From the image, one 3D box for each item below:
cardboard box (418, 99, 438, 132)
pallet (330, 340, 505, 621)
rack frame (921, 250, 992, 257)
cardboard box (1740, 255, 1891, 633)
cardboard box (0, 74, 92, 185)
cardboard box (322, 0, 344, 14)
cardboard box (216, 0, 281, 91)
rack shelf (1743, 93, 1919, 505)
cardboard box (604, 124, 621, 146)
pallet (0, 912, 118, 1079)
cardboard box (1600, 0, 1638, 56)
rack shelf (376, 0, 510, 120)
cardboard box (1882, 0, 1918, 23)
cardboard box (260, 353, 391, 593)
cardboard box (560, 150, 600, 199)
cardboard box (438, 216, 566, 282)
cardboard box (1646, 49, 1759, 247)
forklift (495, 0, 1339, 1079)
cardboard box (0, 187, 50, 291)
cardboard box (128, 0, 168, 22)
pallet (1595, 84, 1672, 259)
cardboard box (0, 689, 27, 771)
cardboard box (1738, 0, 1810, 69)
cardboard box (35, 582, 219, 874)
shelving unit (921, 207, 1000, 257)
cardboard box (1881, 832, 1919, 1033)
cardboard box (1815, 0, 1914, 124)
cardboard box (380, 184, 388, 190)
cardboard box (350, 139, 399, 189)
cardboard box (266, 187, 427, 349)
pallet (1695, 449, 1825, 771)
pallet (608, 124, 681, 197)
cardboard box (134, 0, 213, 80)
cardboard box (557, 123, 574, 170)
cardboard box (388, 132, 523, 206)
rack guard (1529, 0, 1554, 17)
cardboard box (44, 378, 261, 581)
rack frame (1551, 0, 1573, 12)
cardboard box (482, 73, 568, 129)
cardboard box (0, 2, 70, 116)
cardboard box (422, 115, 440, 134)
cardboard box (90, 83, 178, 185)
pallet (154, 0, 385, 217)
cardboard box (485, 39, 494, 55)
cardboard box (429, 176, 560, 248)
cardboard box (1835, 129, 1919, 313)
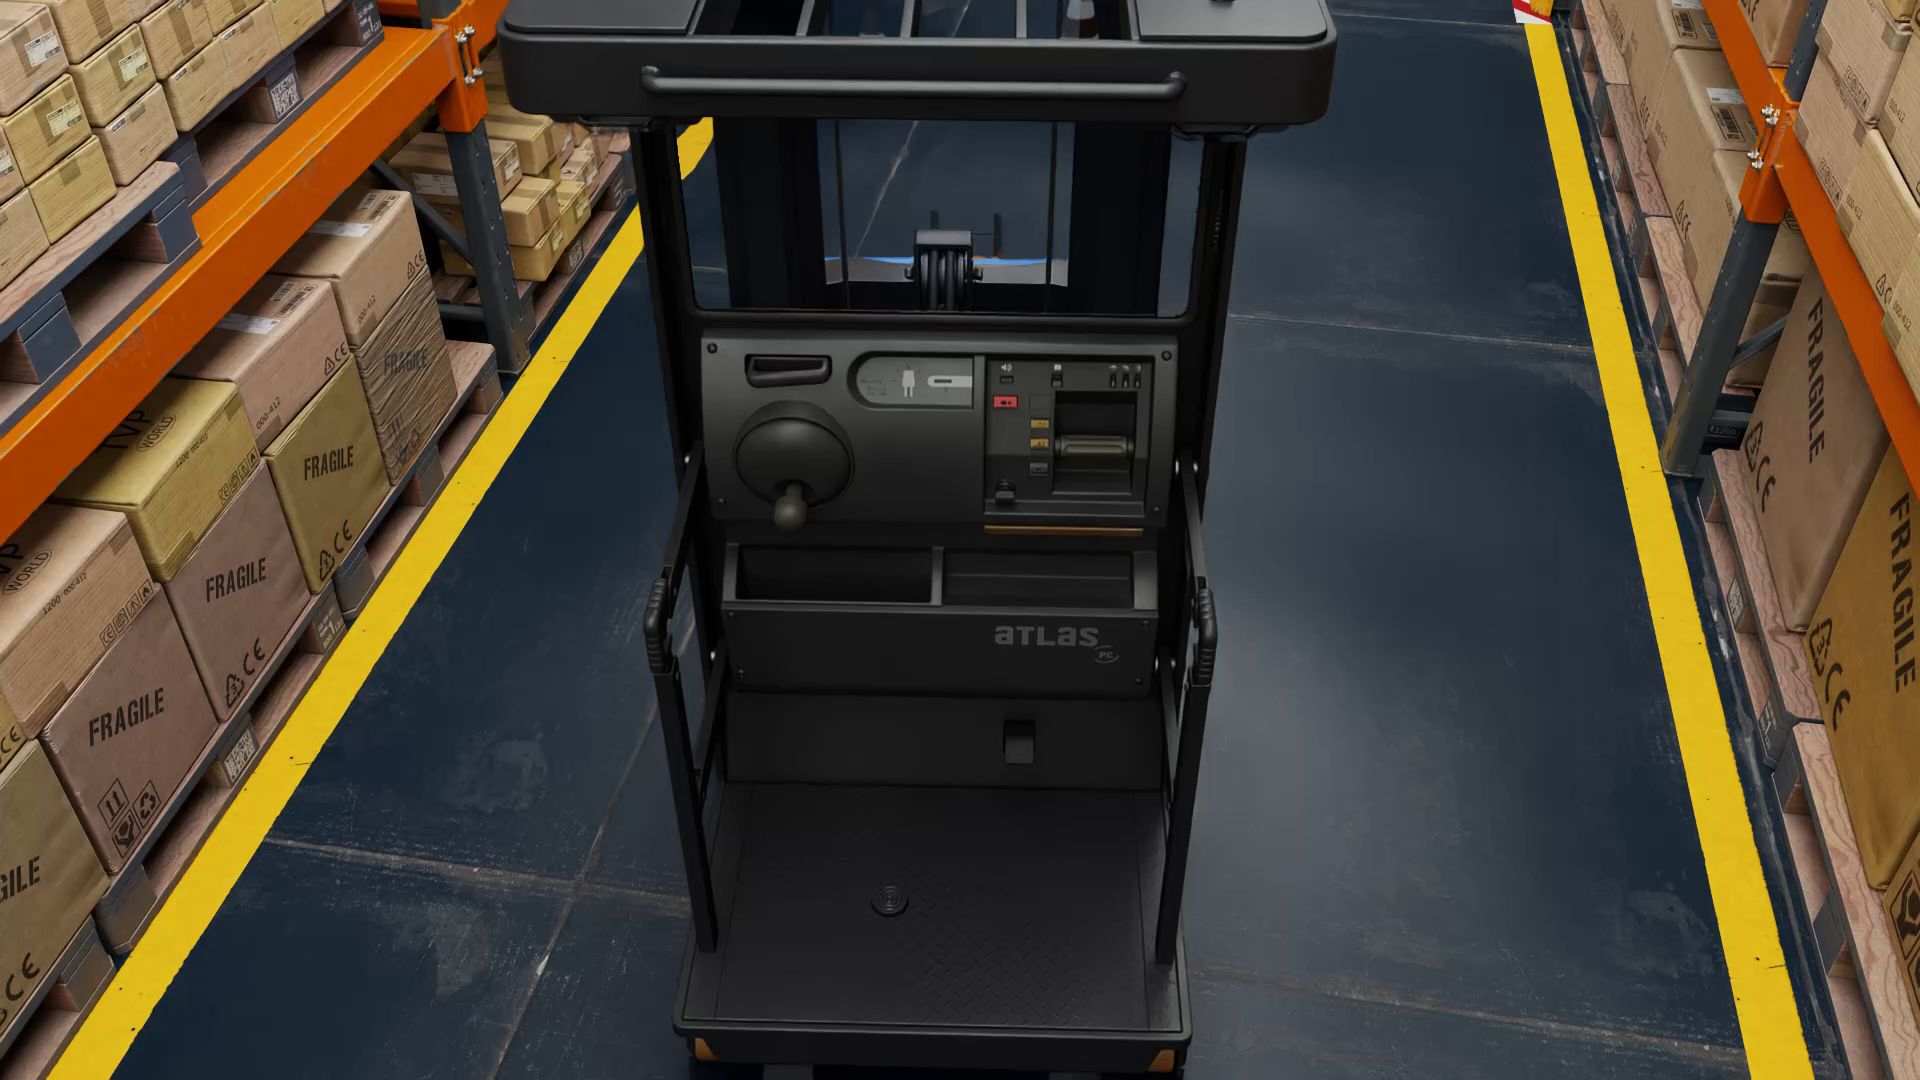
[{"bbox_3d":[-2.214,-1.698,6.391,0.380,0.149,0.250,6,40,7],"label":"cardboard box"},{"bbox_3d":[-2.194,-0.269,5.409,1.003,0.211,1.213,6,40,8],"label":"pallet"},{"bbox_3d":[-0.012,-0.384,4.890,0.200,1.050,0.008,4,40,5],"label":"rack frame"},{"bbox_3d":[2.804,-0.295,4.590,0.875,0.875,0.875,8,40,9],"label":"cardboard box"},{"bbox_3d":[-2.160,-0.913,3.634,0.380,0.149,0.250,7,40,8],"label":"cardboard box"},{"bbox_3d":[-1.935,-1.626,4.730,0.380,0.149,0.250,6,40,7],"label":"cardboard box"},{"bbox_3d":[-2.024,-1.307,4.344,0.380,0.149,0.250,6,40,8],"label":"cardboard box"},{"bbox_3d":[2.486,0.183,3.240,1.077,0.370,4.000,6,40,8],"label":"rack shelf"},{"bbox_3d":[-1.637,-1.755,6.926,0.380,0.149,0.250,5,40,6],"label":"cardboard box"},{"bbox_3d":[-2.616,1.263,3.557,1.003,0.211,1.213,6,40,8],"label":"pallet"},{"bbox_3d":[3.509,-2.609,7.733,0.875,0.438,0.875,5,40,6],"label":"cardboard box"},{"bbox_3d":[-1.715,-2.810,6.859,1.077,0.370,4.000,6,40,8],"label":"rack shelf"},{"bbox_3d":[2.473,-1.529,3.882,0.500,0.500,0.500,7,40,8],"label":"cardboard box"},{"bbox_3d":[-2.030,-0.216,4.790,0.500,0.500,0.500,6,40,7],"label":"cardboard box"},{"bbox_3d":[-1.643,-1.417,6.518,0.380,0.149,0.250,6,40,7],"label":"cardboard box"},{"bbox_3d":[-1.681,-1.088,6.120,0.380,0.149,0.250,5,40,6],"label":"cardboard box"},{"bbox_3d":[3.201,-1.468,6.353,0.875,0.438,0.875,5,40,6],"label":"cardboard box"},{"bbox_3d":[-0.046,-0.133,3.111,1.130,2.935,3.031,1,40,1],"label":"forklift"},{"bbox_3d":[-2.203,-0.641,3.539,0.380,0.149,0.250,5,40,6],"label":"cardboard box"},{"bbox_3d":[-2.075,-1.358,3.939,0.380,0.149,0.250,6,40,8],"label":"cardboard box"},{"bbox_3d":[3.250,-1.512,6.913,1.003,0.211,1.213,6,40,8],"label":"pallet"},{"bbox_3d":[-2.307,0.466,3.376,0.500,0.250,0.500,6,40,7],"label":"cardboard box"},{"bbox_3d":[2.661,-1.708,4.883,0.500,0.500,0.500,7,40,8],"label":"cardboard box"},{"bbox_3d":[-2.211,0.425,4.014,0.500,0.500,0.500,5,40,7],"label":"cardboard box"},{"bbox_3d":[0.002,-0.461,4.984,0.215,1.050,0.252,4,40,5],"label":"shelving unit"},{"bbox_3d":[2.500,0.834,3.225,0.875,0.875,0.875,7,40,8],"label":"cardboard box"},{"bbox_3d":[2.478,-1.240,4.121,0.500,0.250,0.500,5,40,6],"label":"cardboard box"},{"bbox_3d":[-2.319,-1.243,6.073,0.380,0.149,0.250,7,40,9],"label":"cardboard box"},{"bbox_3d":[-2.256,-1.377,6.002,0.380,0.149,0.250,7,40,9],"label":"cardboard box"},{"bbox_3d":[-1.941,-0.824,4.937,0.500,0.250,0.500,5,40,6],"label":"cardboard box"},{"bbox_3d":[2.773,0.217,4.821,1.003,0.211,1.213,6,40,8],"label":"pallet"},{"bbox_3d":[-1.771,-1.951,7.444,1.003,0.211,1.213,6,40,8],"label":"pallet"},{"bbox_3d":[-2.068,-1.247,4.039,0.380,0.149,0.250,5,40,6],"label":"cardboard box"},{"bbox_3d":[-1.721,-1.528,6.418,0.380,0.149,0.250,6,40,7],"label":"cardboard box"},{"bbox_3d":[-1.797,-1.318,5.931,0.380,0.149,0.250,8,40,9],"label":"cardboard box"},{"bbox_3d":[3.528,-2.912,8.380,1.175,0.500,0.348,6,40,8],"label":"rack guard"},{"bbox_3d":[-2.120,-0.170,4.145,0.500,0.250,0.500,5,40,6],"label":"cardboard box"},{"bbox_3d":[3.524,-3.860,7.565,1.000,3.000,0.127,6,40,8],"label":"rack frame"},{"bbox_3d":[-1.696,-1.648,6.331,0.380,0.149,0.250,6,40,7],"label":"cardboard box"},{"bbox_3d":[-2.164,-1.035,3.549,0.380,0.149,0.250,5,40,6],"label":"cardboard box"},{"bbox_3d":[-2.256,-1.584,6.486,0.380,0.149,0.250,5,40,6],"label":"cardboard box"},{"bbox_3d":[-2.110,-0.974,3.942,0.380,0.149,0.250,5,40,6],"label":"cardboard box"},{"bbox_3d":[-2.336,-1.295,4.612,1.003,0.211,1.213,6,40,8],"label":"pallet"},{"bbox_3d":[-2.137,-2.033,6.795,0.380,0.149,0.250,5,40,6],"label":"cardboard box"},{"bbox_3d":[-1.683,-1.202,6.024,0.380,0.149,0.250,8,40,10],"label":"cardboard box"},{"bbox_3d":[2.408,-0.720,3.885,0.500,0.250,0.500,5,40,7],"label":"cardboard box"}]
